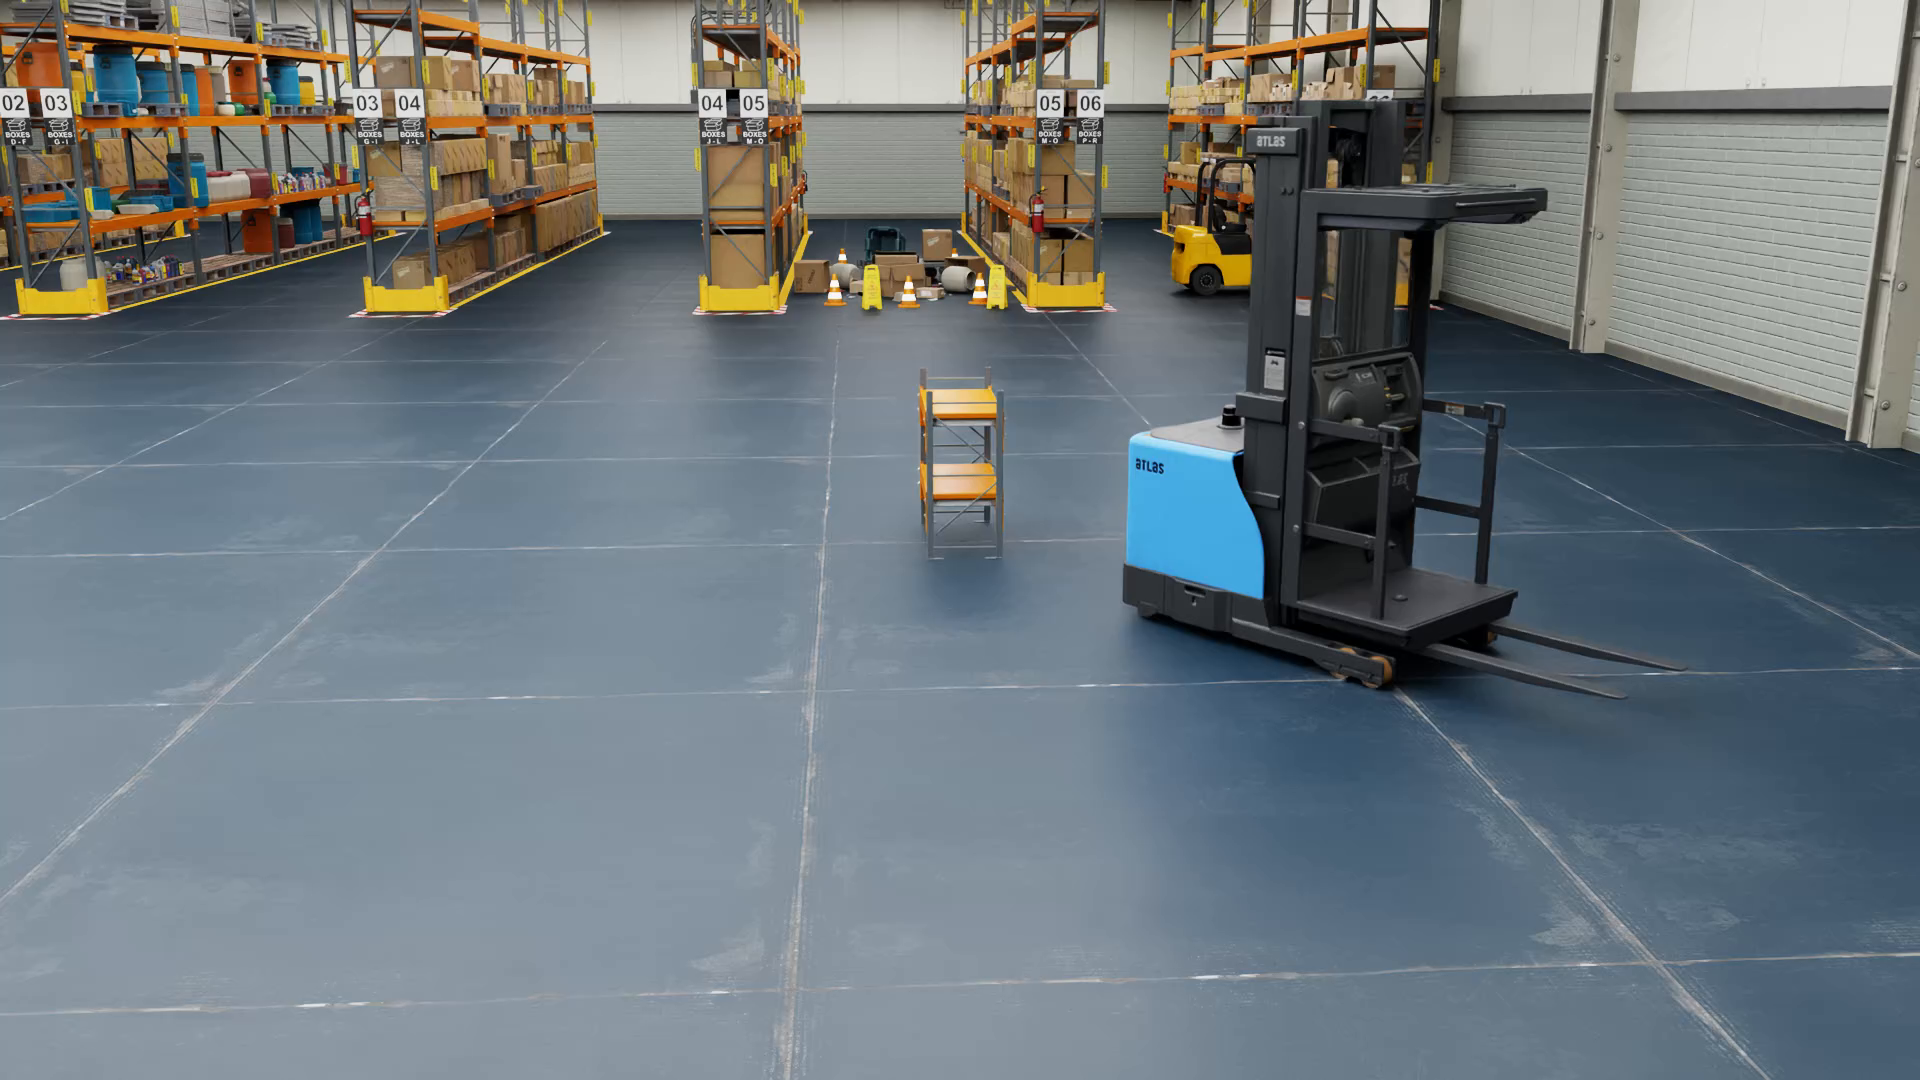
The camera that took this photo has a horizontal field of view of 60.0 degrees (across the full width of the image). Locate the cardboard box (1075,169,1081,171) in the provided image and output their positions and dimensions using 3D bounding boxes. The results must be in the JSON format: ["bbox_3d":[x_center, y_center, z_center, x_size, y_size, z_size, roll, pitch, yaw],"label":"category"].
[{"bbox_3d":[1.727,-5.858,27.478,0.500,0.500,0.500,0,14,-2],"label":"cardboard box"}]

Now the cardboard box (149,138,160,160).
[{"bbox_3d":[-18.812,-9.009,38.315,0.500,0.500,0.500,0,14,-2],"label":"cardboard box"}]

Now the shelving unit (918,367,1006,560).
[{"bbox_3d":[0.000,-0.546,11.393,0.538,1.125,1.048,-1,14,-3],"label":"shelving unit"}]

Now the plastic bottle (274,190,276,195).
[{"bbox_3d":[-13.411,-6.847,32.368,0.152,0.276,0.135,-1,14,-3],"label":"plastic bottle"}]

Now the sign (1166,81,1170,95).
[{"bbox_3d":[5.045,-10.959,40.325,0.100,0.325,0.005,-1,14,-3],"label":"sign"}]

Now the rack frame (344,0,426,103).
[{"bbox_3d":[-8.267,-7.787,23.732,1.000,3.000,0.127,-1,14,-3],"label":"rack frame"}]

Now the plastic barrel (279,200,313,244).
[{"bbox_3d":[-13.894,-6.665,34.779,0.600,0.901,0.708,-1,14,-3],"label":"plastic barrel"}]

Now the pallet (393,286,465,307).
[{"bbox_3d":[-8.287,-3.753,25.687,1.003,0.211,1.213,-1,14,-3],"label":"pallet"}]

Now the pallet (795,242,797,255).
[{"bbox_3d":[-3.926,-6.069,34.691,1.003,0.211,1.213,-1,14,-3],"label":"pallet"}]

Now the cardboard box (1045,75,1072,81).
[{"bbox_3d":[1.699,-8.130,29.540,0.500,0.250,0.500,-1,14,-5],"label":"cardboard box"}]

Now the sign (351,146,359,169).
[{"bbox_3d":[-8.823,-5.592,24.281,0.100,0.325,0.005,-1,14,-3],"label":"sign"}]

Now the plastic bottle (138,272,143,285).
[{"bbox_3d":[-13.019,-4.144,26.347,0.097,0.201,0.097,0,14,0],"label":"plastic bottle"}]

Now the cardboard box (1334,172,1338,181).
[{"bbox_3d":[6.208,-5.813,26.595,0.380,0.149,0.250,-1,14,-5],"label":"cardboard box"}]

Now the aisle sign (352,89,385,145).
[{"bbox_3d":[-8.563,-6.120,24.077,0.394,0.787,0.004,-1,14,-3],"label":"aisle sign"}]

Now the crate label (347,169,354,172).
[{"bbox_3d":[-14.515,-8.666,39.402,0.416,0.233,0.303,-1,14,-3],"label":"crate label"}]

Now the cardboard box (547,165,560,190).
[{"bbox_3d":[-8.646,-7.549,34.647,0.500,0.500,0.500,-1,14,-4],"label":"cardboard box"}]

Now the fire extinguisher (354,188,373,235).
[{"bbox_3d":[-8.720,-4.808,24.350,0.296,0.674,0.183,-1,14,-3],"label":"fire extinguisher"}]

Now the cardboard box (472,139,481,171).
[{"bbox_3d":[-8.180,-6.321,27.270,0.500,0.500,0.500,-1,14,-3],"label":"cardboard box"}]

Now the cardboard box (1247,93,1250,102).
[{"bbox_3d":[5.800,-8.602,32.343,0.380,0.166,0.250,-1,14,-4],"label":"cardboard box"}]

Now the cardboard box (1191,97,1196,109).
[{"bbox_3d":[5.512,-9.866,37.535,0.500,0.250,0.500,-1,14,-5],"label":"cardboard box"}]

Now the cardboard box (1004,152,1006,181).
[{"bbox_3d":[1.060,-6.788,30.249,0.500,0.500,0.500,0,14,-2],"label":"cardboard box"}]

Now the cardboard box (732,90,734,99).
[{"bbox_3d":[-3.781,-7.036,26.296,0.380,0.149,0.250,-1,14,-3],"label":"cardboard box"}]

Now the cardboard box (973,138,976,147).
[{"bbox_3d":[0.552,-8.791,37.466,0.500,0.500,0.500,-1,14,-4],"label":"cardboard box"}]

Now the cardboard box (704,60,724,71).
[{"bbox_3d":[-3.670,-6.980,24.478,0.380,0.149,0.250,-1,14,-3],"label":"cardboard box"}]

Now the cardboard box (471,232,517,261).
[{"bbox_3d":[-8.612,-5.429,30.739,0.700,0.500,0.500,0,14,1],"label":"cardboard box"}]

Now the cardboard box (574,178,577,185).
[{"bbox_3d":[-8.730,-7.954,36.924,0.380,0.149,0.250,0,14,-2],"label":"cardboard box"}]

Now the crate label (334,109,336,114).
[{"bbox_3d":[-13.696,-9.241,35.930,0.293,0.136,0.466,-1,14,-3],"label":"crate label"}]

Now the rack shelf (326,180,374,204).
[{"bbox_3d":[-14.078,-7.938,37.804,1.077,0.370,4.000,-1,14,-3],"label":"rack shelf"}]

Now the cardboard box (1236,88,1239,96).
[{"bbox_3d":[5.814,-9.096,33.744,0.380,0.149,0.250,-1,14,-4],"label":"cardboard box"}]

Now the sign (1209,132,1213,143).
[{"bbox_3d":[6.141,-9.809,40.671,0.100,0.325,0.005,-1,14,-3],"label":"sign"}]

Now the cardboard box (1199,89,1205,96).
[{"bbox_3d":[5.415,-9.742,36.215,0.380,0.149,0.250,0,14,-2],"label":"cardboard box"}]

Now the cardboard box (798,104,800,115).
[{"bbox_3d":[-3.872,-9.671,37.375,0.500,0.250,0.500,0,14,-1],"label":"cardboard box"}]

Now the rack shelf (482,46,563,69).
[{"bbox_3d":[-8.887,-9.732,33.537,1.077,0.370,4.000,-1,14,-3],"label":"rack shelf"}]

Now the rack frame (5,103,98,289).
[{"bbox_3d":[-13.211,-4.805,24.182,1.000,3.000,0.127,-1,14,-3],"label":"rack frame"}]

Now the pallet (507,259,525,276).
[{"bbox_3d":[-8.644,-5.024,30.627,1.003,0.211,1.213,-1,14,-3],"label":"pallet"}]

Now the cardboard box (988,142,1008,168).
[{"bbox_3d":[0.835,-7.681,33.153,0.500,0.500,0.500,-1,14,-5],"label":"cardboard box"}]

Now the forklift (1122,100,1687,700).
[{"bbox_3d":[2.322,-0.799,8.748,1.130,2.935,3.031,-13,19,-41],"label":"forklift"}]

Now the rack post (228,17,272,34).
[{"bbox_3d":[-13.792,-9.843,31.874,0.954,0.300,0.937,-1,14,-3],"label":"rack post"}]

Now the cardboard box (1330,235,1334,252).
[{"bbox_3d":[6.200,-4.705,26.460,0.500,0.250,0.500,-1,14,-2],"label":"cardboard box"}]

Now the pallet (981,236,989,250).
[{"bbox_3d":[1.003,-6.478,36.279,1.003,0.211,1.213,-1,14,-3],"label":"pallet"}]

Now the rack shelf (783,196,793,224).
[{"bbox_3d":[-3.682,-6.077,30.568,1.077,0.370,4.000,-1,14,-3],"label":"rack shelf"}]

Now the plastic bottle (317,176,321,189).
[{"bbox_3d":[-13.585,-7.545,35.082,0.152,0.276,0.135,-1,14,-3],"label":"plastic bottle"}]

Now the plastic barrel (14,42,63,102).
[{"bbox_3d":[-13.368,-6.788,24.164,0.600,0.830,0.708,-1,14,-3],"label":"plastic barrel"}]

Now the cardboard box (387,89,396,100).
[{"bbox_3d":[-8.495,-6.585,24.583,0.380,0.149,0.250,-1,14,-5],"label":"cardboard box"}]

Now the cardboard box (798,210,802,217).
[{"bbox_3d":[-3.890,-7.638,38.877,0.380,0.149,0.250,0,14,-1],"label":"cardboard box"}]

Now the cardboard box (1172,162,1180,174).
[{"bbox_3d":[5.377,-8.920,39.880,0.500,0.250,0.500,-1,14,-3],"label":"cardboard box"}]

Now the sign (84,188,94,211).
[{"bbox_3d":[-12.662,-4.947,24.176,0.100,0.325,0.005,-1,14,-3],"label":"sign"}]

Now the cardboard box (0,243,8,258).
[{"bbox_3d":[-18.375,-5.464,31.417,0.500,0.250,0.500,-1,14,-2],"label":"cardboard box"}]

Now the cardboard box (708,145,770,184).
[{"bbox_3d":[-3.295,-5.621,24.887,0.875,0.550,0.550,-1,14,-3],"label":"cardboard box"}]

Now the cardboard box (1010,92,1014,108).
[{"bbox_3d":[1.130,-7.440,28.106,0.500,0.250,0.500,-1,14,-5],"label":"cardboard box"}]

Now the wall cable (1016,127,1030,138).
[{"bbox_3d":[1.674,-10.932,45.958,0.588,1.984,0.122,-1,14,-3],"label":"wall cable"}]
